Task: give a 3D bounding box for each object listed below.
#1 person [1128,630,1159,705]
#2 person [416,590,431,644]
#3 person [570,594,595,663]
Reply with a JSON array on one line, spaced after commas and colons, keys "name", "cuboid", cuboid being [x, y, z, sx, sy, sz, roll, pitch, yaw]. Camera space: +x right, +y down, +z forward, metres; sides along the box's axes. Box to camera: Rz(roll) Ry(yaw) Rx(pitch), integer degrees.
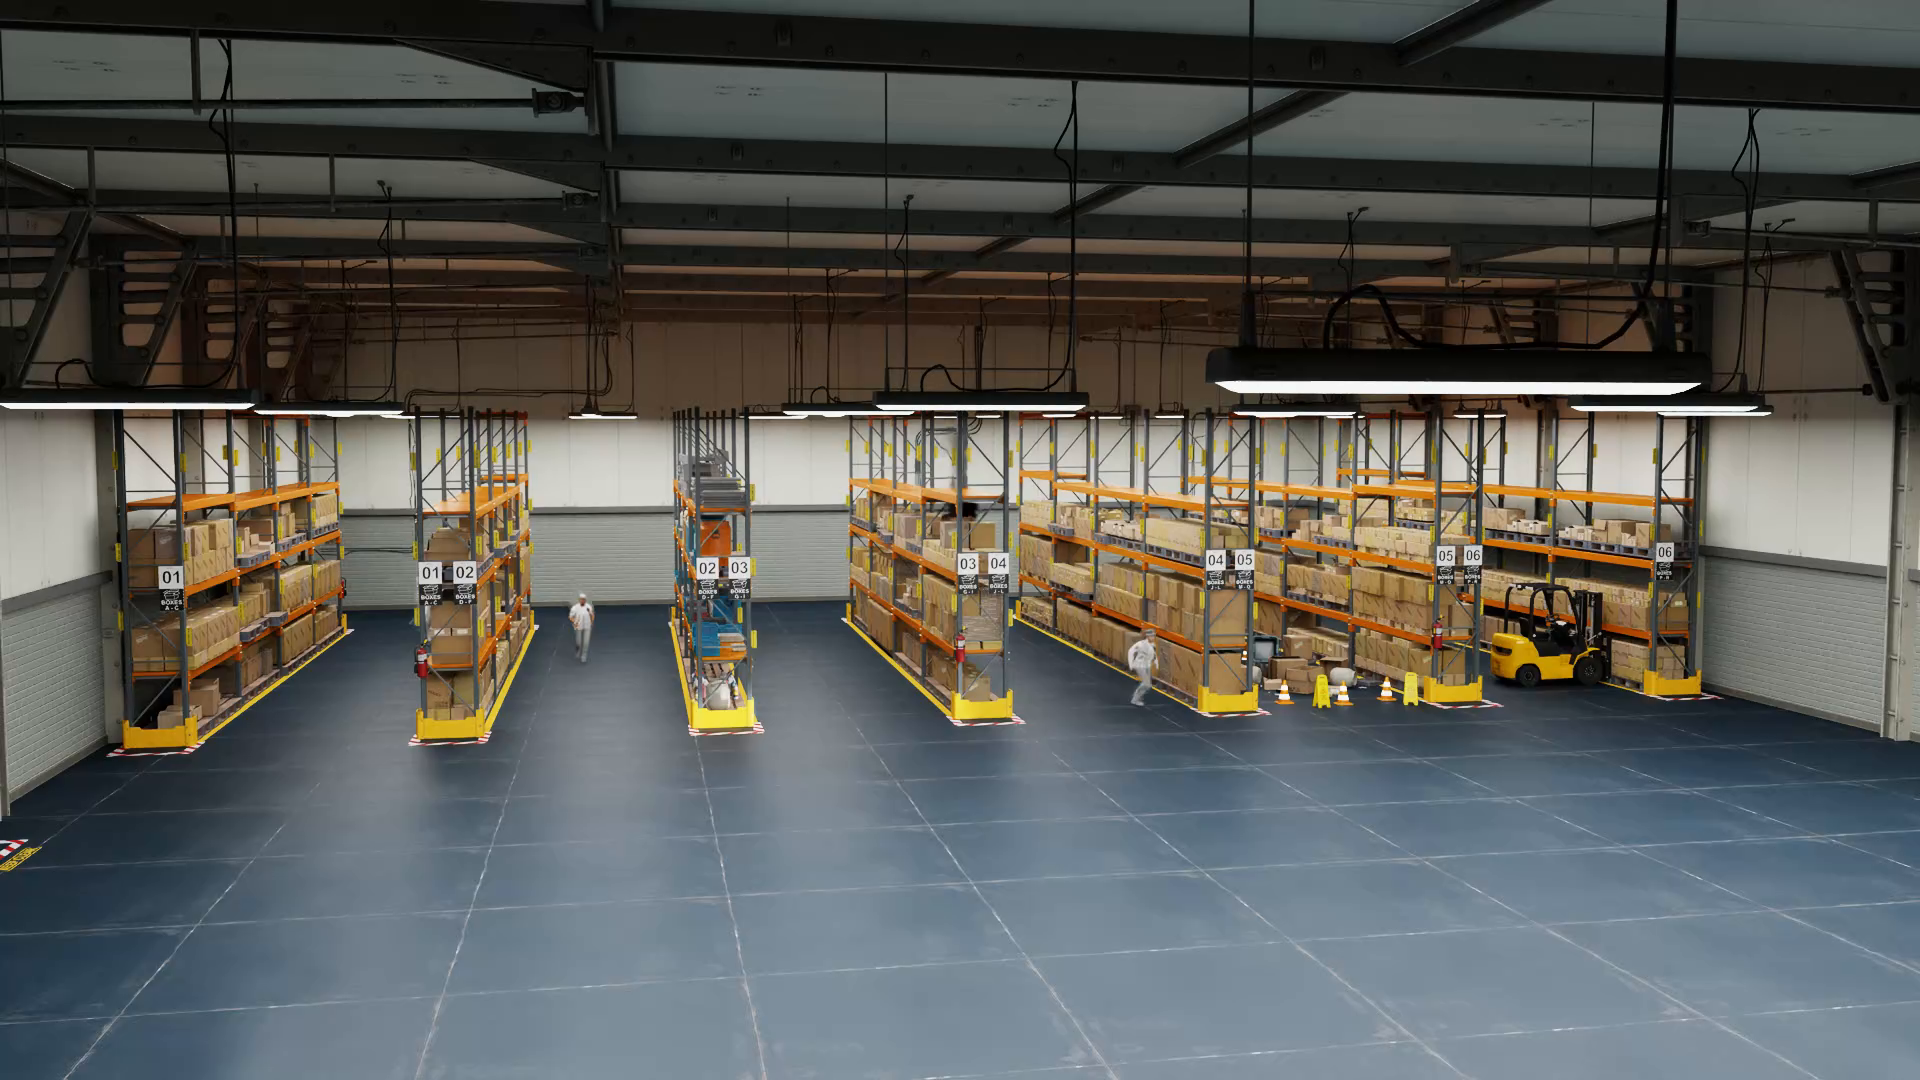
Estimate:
[{"name": "person", "cuboid": [3.693, 2.563, 33.389, 0.636, 1.556, 0.615, -3, 5, -37]}, {"name": "person", "cuboid": [-13.756, 1.786, 43.167, 0.692, 1.763, 0.953, -1, 4, -16]}, {"name": "person", "cuboid": [-8.995, 2.096, 39.638, 0.595, 1.622, 0.561, -2, 4, -21]}]
